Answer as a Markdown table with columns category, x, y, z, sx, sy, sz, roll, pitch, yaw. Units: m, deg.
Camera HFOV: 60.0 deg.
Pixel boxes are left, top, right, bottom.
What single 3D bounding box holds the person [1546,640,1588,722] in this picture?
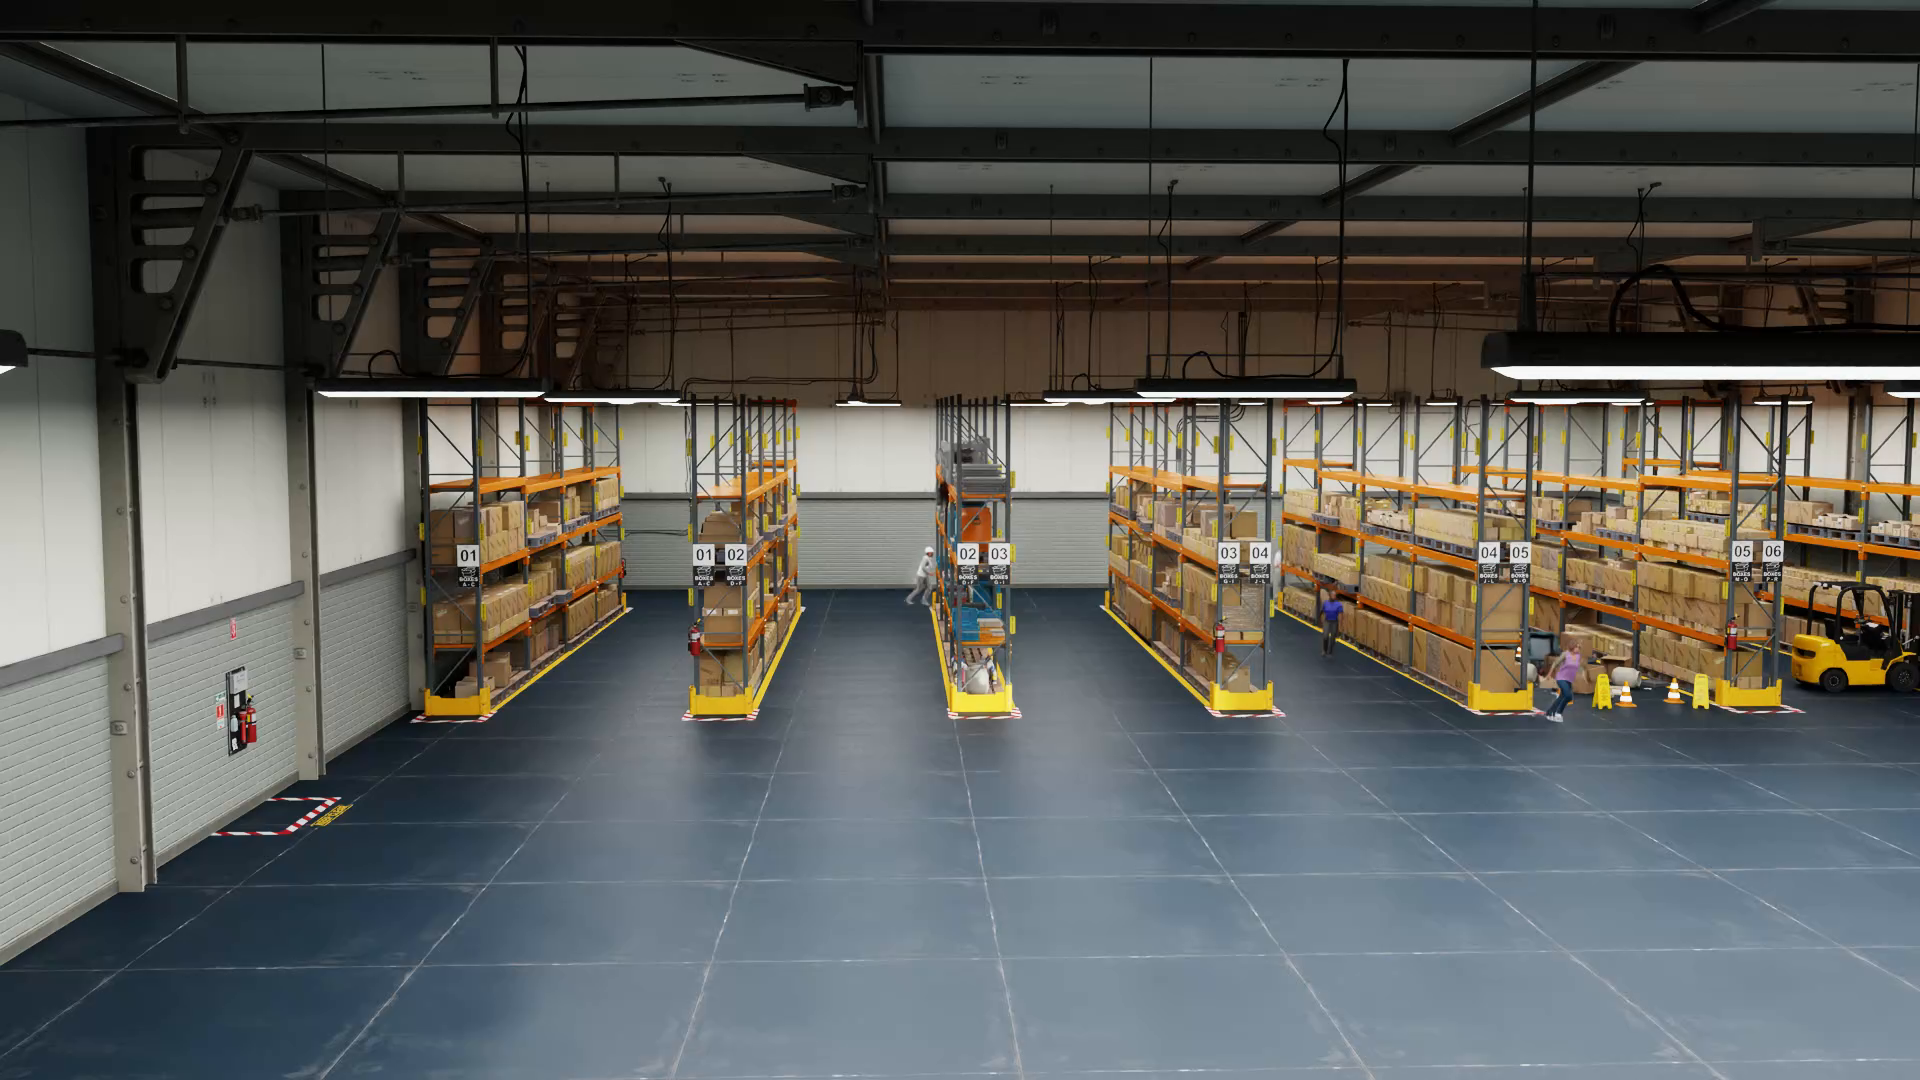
| category | x | y | z | sx | sy | sz | roll | pitch | yaw |
| --- | --- | --- | --- | --- | --- | --- | --- | --- | --- |
| person | 11.052 | 2.568 | 30.242 | 0.470 | 1.534 | 0.748 | -2 | 5 | -26 |

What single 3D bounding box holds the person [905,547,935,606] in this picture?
| category | x | y | z | sx | sy | sz | roll | pitch | yaw |
| --- | --- | --- | --- | --- | --- | --- | --- | --- | --- |
| person | -1.137 | 1.058 | 48.407 | 0.866 | 1.719 | 0.641 | 1 | 5 | 14 |

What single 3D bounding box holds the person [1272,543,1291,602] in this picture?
| category | x | y | z | sx | sy | sz | roll | pitch | yaw |
| --- | --- | --- | --- | --- | --- | --- | --- | --- | --- |
| person | 9.535 | 0.952 | 49.182 | 0.960 | 1.781 | 0.673 | -3 | 6 | -38 |

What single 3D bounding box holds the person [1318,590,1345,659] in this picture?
| category | x | y | z | sx | sy | sz | roll | pitch | yaw |
| --- | --- | --- | --- | --- | --- | --- | --- | --- | --- |
| person | 8.465 | 1.935 | 37.886 | 0.572 | 1.613 | 0.758 | 1 | 5 | 9 |
